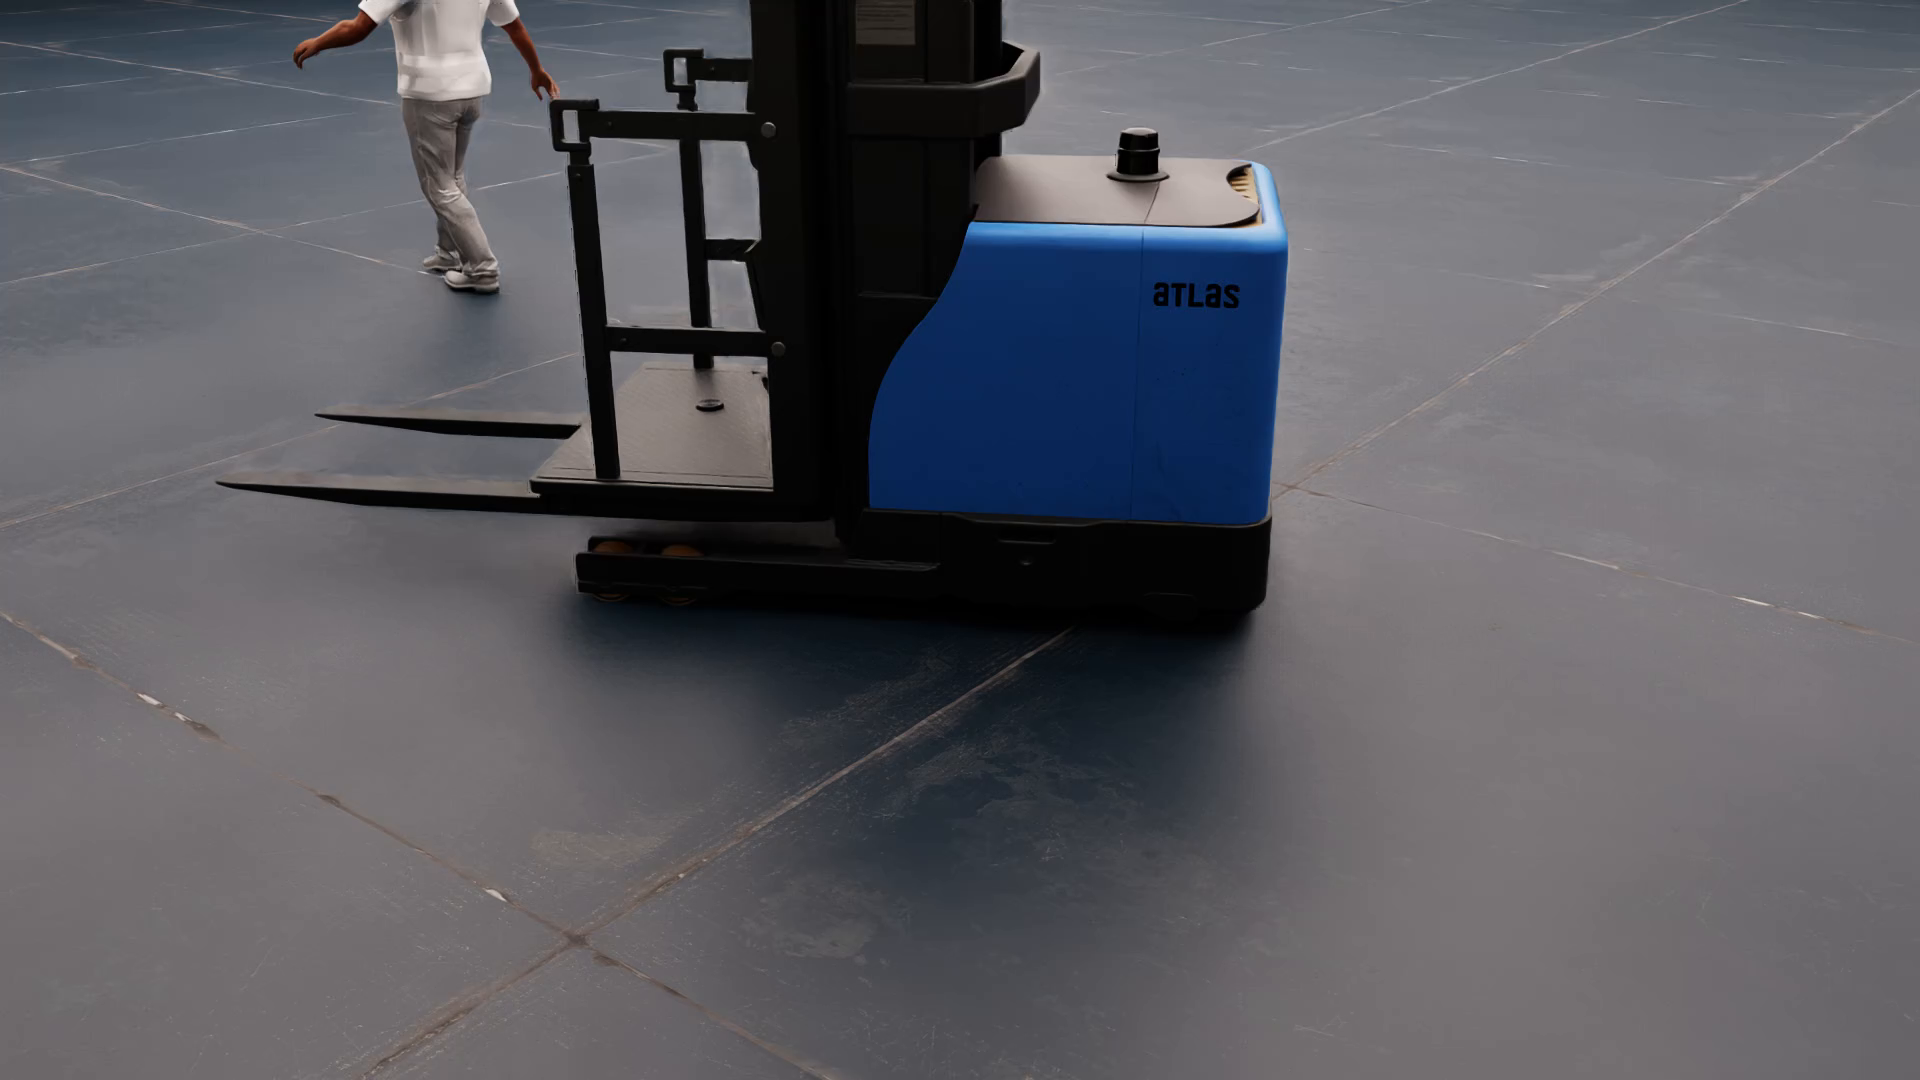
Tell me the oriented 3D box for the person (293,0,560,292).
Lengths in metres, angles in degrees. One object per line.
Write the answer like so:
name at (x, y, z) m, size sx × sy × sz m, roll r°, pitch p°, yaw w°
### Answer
person at (-2.361, -2.032, 7.540) m, size 0.738 × 1.749 × 1.033 m, roll 14°, pitch 27°, yaw 28°

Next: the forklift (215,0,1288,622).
forklift at (-0.629, -1.367, 4.483) m, size 3.031 × 2.935 × 1.130 m, roll 3°, pitch 24°, yaw 6°
